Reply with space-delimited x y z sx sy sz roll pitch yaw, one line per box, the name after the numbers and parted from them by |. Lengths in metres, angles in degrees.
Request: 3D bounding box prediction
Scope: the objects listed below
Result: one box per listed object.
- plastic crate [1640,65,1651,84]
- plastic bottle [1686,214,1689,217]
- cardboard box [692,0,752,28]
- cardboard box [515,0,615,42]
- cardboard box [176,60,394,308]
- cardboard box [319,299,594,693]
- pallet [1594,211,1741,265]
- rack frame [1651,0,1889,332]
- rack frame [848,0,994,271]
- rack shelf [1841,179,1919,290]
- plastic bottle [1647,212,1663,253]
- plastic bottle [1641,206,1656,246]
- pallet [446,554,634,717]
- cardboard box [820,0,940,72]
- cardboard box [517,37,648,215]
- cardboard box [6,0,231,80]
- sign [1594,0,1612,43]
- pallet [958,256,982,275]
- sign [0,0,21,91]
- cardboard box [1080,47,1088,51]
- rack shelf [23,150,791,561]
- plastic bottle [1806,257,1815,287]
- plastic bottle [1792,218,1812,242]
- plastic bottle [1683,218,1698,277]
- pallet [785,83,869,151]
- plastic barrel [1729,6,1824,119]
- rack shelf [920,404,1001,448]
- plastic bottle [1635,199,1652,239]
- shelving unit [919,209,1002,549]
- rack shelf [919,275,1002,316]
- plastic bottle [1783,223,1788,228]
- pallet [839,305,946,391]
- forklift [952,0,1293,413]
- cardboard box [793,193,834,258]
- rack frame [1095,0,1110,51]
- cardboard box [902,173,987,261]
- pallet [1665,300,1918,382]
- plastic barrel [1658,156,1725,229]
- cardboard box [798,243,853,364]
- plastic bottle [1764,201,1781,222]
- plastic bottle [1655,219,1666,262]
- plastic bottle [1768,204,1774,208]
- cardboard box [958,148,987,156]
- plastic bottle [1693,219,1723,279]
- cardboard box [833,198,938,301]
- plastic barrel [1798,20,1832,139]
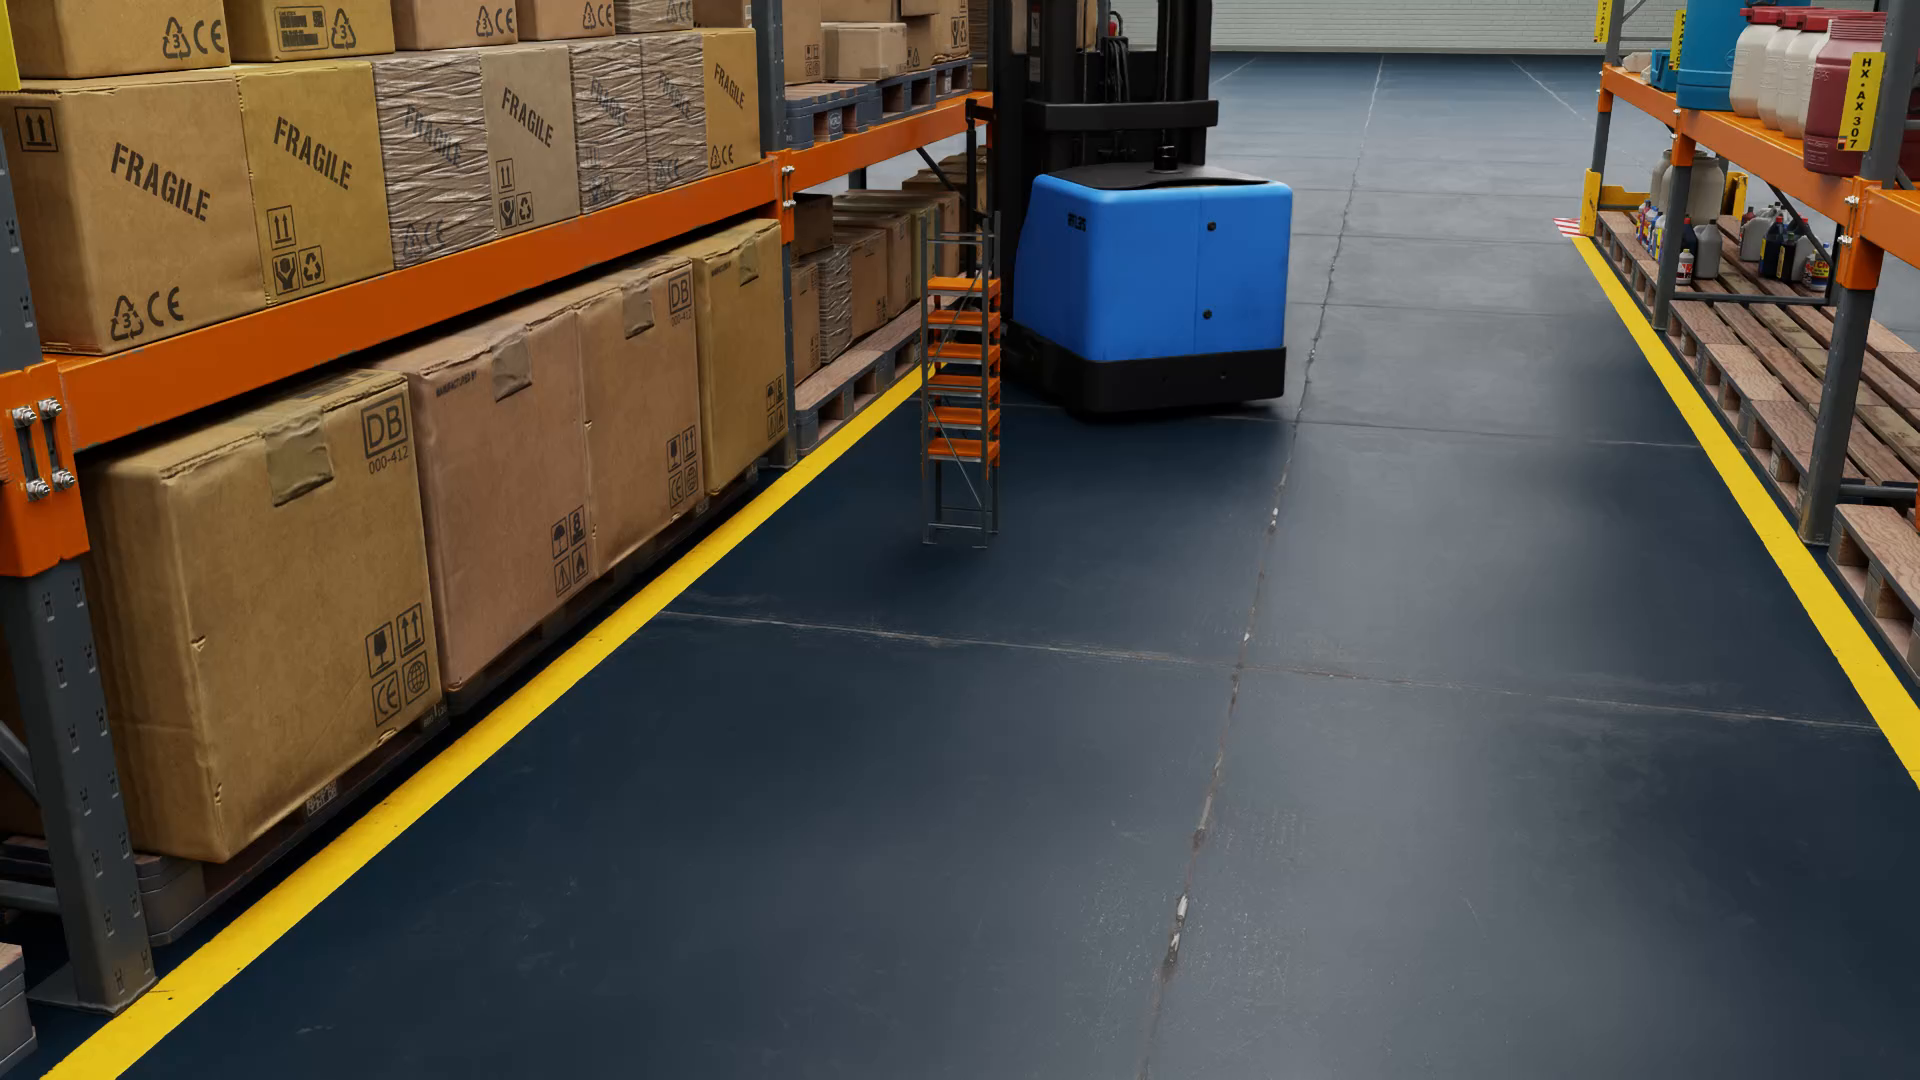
4.734 -3.033 10.835 0.530 0.136 0.437 5 19 13 | plastic crate
4.734 -1.980 10.866 0.061 0.283 0.133 5 19 13 | plastic bottle
-1.104 -2.185 7.139 0.500 0.500 0.500 2 19 7 | cardboard box
-1.553 -1.857 5.276 0.797 0.503 0.637 5 20 15 | cardboard box
-1.698 -0.842 3.858 0.500 0.500 0.500 5 19 13 | cardboard box
-1.820 -0.188 4.736 1.225 0.875 0.875 4 19 11 | cardboard box
5.384 -2.281 12.541 1.003 0.211 1.213 5 19 13 | pallet
4.583 -2.629 9.244 1.000 3.000 0.127 5 19 13 | rack frame
-0.220 -3.020 10.389 1.000 3.000 0.127 5 19 13 | rack frame
3.117 -0.408 3.855 1.077 0.370 4.000 5 19 13 | rack shelf
4.657 -2.054 11.101 0.097 0.271 0.097 0 19 0 | plastic bottle
4.731 -2.149 11.378 0.097 0.271 0.097 0 19 0 | plastic bottle
-1.763 0.175 5.347 1.003 0.211 1.213 5 19 13 | pallet
-0.554 -2.717 8.693 0.797 0.503 0.637 7 20 19 | cardboard box
-1.329 -1.321 5.259 0.500 0.500 0.500 4 19 12 | cardboard box
-2.026 -1.236 3.458 0.797 0.503 0.637 4 19 12 | cardboard box
5.028 -4.059 13.001 0.100 0.325 0.005 5 19 13 | sign
-0.090 -1.914 11.465 1.003 0.211 1.213 5 19 13 | pallet
-1.636 -0.917 2.769 0.100 0.325 0.005 5 19 13 | sign
0.815 -3.889 13.321 0.380 0.149 0.250 5 19 13 | cardboard box
-1.686 -0.799 5.000 1.077 0.370 4.000 5 19 13 | rack shelf
5.111 -1.610 9.910 0.097 0.201 0.097 0 19 0 | plastic bottle
5.183 -1.804 10.246 0.144 0.351 0.185 5 20 15 | plastic bottle
4.461 -1.808 10.259 0.144 0.351 0.185 4 19 12 | plastic bottle
-1.126 -1.908 7.428 1.213 0.211 1.003 5 19 13 | pallet
4.137 -2.411 8.395 0.433 0.535 0.433 0 19 0 | plastic barrel
0.004 -0.417 6.060 0.258 0.103 0.180 5 19 13 | rack shelf
4.815 -2.256 11.693 0.097 0.271 0.097 0 19 0 | plastic bottle
0.004 -0.572 6.007 0.258 1.200 0.189 5 19 13 | shelving unit
0.004 -0.871 5.905 0.258 0.103 0.180 5 19 13 | rack shelf
5.228 -1.875 10.576 0.097 0.271 0.097 0 19 0 | plastic bottle
-0.705 -1.073 9.002 1.003 0.211 1.213 5 19 13 | pallet
0.615 -2.416 8.726 1.130 2.935 3.031 -6 20 -17 | forklift
-0.943 -1.526 8.041 0.500 0.250 0.500 7 20 20 | cardboard box
0.757 -4.274 14.060 1.000 3.000 0.127 5 19 13 | rack frame
-0.083 -2.158 11.083 0.500 0.500 0.500 4 19 12 | cardboard box
4.429 -1.060 8.965 1.003 0.211 1.213 5 19 13 | pallet
5.351 -2.535 12.167 0.421 0.512 0.421 0 19 0 | plastic barrel
-0.930 -1.178 8.183 0.700 0.500 0.500 3 19 9 | cardboard box
5.378 -2.055 10.980 0.144 0.351 0.185 5 20 16 | plastic bottle
4.587 -1.970 10.731 0.144 0.351 0.185 5 19 13 | plastic bottle
5.526 -2.157 11.385 0.061 0.283 0.133 5 20 15 | plastic bottle
0.304 -2.711 12.700 0.500 0.500 0.500 7 20 18 | cardboard box
4.601 -1.797 10.225 0.144 0.351 0.185 5 19 13 | plastic bottle
-0.526 -1.707 9.730 0.700 0.500 0.500 5 19 13 | cardboard box
3.753 -1.900 6.935 0.421 0.512 0.421 0 19 0 | plastic barrel
